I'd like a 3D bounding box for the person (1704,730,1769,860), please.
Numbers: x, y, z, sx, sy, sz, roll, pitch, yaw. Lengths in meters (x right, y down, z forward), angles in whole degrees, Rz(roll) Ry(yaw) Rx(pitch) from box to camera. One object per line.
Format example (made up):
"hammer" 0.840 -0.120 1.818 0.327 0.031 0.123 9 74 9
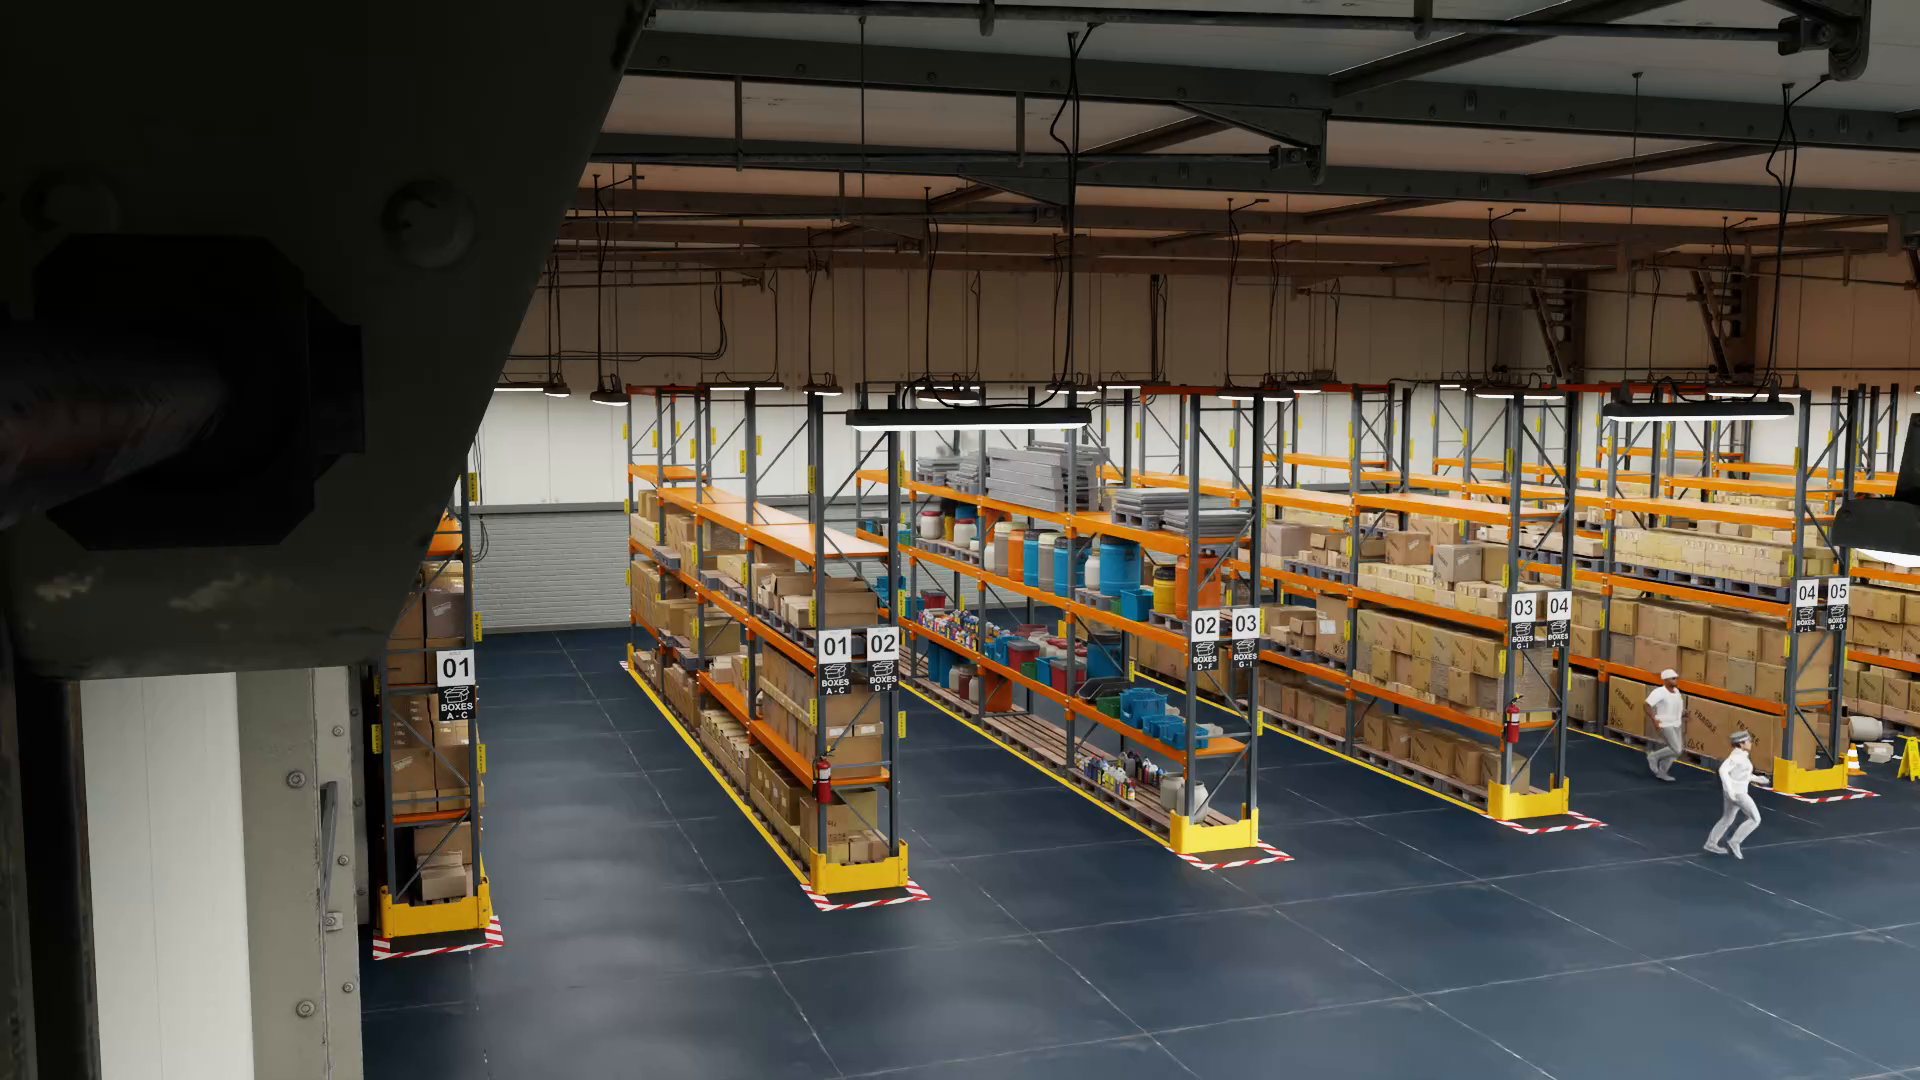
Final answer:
"person" 10.055 3.280 21.492 0.730 1.687 0.577 2 6 19

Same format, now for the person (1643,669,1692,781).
"person" 10.891 2.842 25.506 0.698 1.720 0.576 -4 7 -33
